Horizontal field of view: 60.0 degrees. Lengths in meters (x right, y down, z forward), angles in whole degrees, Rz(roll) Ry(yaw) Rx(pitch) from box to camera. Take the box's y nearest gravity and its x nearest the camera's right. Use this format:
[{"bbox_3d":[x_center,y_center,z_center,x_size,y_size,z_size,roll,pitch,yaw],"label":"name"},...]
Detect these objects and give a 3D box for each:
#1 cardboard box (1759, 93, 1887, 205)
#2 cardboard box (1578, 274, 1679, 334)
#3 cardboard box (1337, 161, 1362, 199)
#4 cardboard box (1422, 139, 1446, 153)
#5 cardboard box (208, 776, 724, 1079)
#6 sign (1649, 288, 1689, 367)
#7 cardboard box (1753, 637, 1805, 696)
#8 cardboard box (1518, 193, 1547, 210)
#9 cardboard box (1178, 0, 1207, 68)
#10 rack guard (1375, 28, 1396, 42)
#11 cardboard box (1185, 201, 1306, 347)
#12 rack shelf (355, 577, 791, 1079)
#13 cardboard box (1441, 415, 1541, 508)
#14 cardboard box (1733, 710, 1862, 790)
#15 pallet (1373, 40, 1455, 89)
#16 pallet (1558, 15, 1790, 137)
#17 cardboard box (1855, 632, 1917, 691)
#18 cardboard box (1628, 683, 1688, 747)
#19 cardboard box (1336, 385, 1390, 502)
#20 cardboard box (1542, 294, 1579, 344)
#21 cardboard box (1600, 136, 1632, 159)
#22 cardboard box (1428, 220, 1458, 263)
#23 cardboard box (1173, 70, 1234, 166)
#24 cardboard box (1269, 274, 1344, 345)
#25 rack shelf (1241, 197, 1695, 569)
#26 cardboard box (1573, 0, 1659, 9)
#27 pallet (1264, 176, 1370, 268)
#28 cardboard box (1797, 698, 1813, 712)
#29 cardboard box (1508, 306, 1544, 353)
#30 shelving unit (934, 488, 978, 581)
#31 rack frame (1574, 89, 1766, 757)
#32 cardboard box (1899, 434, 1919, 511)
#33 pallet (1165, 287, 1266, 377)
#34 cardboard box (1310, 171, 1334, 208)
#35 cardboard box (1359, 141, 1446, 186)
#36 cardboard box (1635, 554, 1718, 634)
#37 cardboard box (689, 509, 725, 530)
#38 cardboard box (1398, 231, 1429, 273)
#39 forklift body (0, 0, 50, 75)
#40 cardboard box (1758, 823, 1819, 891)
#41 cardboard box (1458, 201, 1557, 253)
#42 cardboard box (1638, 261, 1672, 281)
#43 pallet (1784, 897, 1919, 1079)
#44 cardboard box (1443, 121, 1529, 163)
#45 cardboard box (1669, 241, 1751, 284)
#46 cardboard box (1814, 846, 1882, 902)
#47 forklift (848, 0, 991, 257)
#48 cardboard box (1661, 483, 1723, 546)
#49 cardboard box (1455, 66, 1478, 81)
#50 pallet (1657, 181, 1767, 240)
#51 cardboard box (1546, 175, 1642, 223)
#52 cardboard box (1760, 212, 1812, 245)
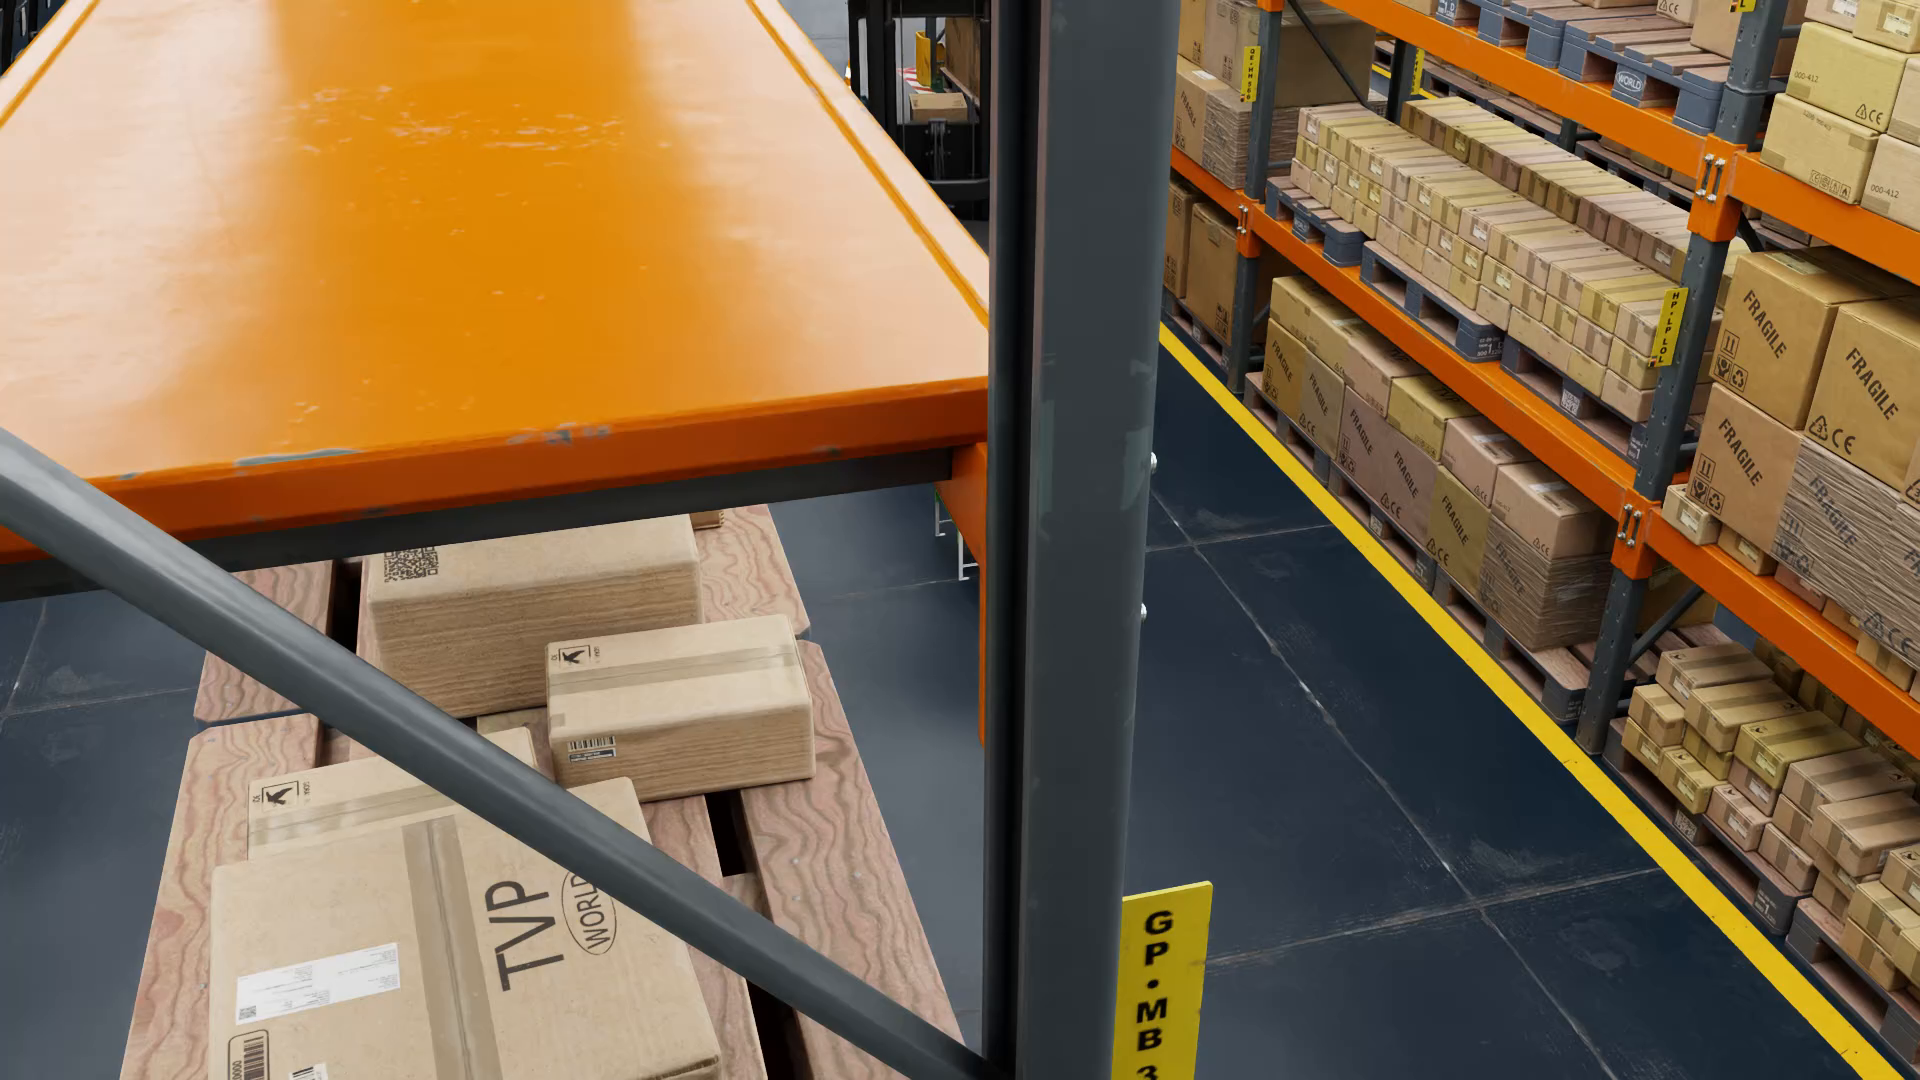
[{"bbox_3d":[3.190,-1.383,5.801,0.500,0.250,0.500,-6,31,-11],"label":"cardboard box"},{"bbox_3d":[2.954,-1.037,7.284,0.380,0.149,0.250,-9,31,-15],"label":"cardboard box"},{"bbox_3d":[2.342,-2.023,9.285,0.380,0.149,0.250,-9,31,-15],"label":"cardboard box"},{"bbox_3d":[2.902,-2.236,9.653,0.380,0.149,0.250,-7,31,-11],"label":"cardboard box"},{"bbox_3d":[-0.569,0.567,1.913,0.500,0.250,0.500,-11,32,-18],"label":"cardboard box"},{"bbox_3d":[2.787,-0.834,6.541,0.100,0.325,0.005,-8,31,-13],"label":"sign"},{"bbox_3d":[3.667,0.523,7.184,0.380,0.149,0.250,-7,31,-12],"label":"cardboard box"},{"bbox_3d":[3.174,-1.742,8.799,0.380,0.149,0.250,-7,31,-12],"label":"cardboard box"},{"bbox_3d":[1.876,-3.526,11.250,0.700,0.500,0.500,-8,31,-14],"label":"cardboard box"},{"bbox_3d":[4.965,-5.696,18.593,1.175,0.500,0.348,-8,31,-13],"label":"rack guard"},{"bbox_3d":[2.185,-1.855,11.286,1.050,0.750,0.750,-8,31,-14],"label":"cardboard box"},{"bbox_3d":[-0.893,0.277,3.500,1.077,0.370,4.000,-8,31,-13],"label":"rack shelf"},{"bbox_3d":[2.756,-0.409,8.290,0.500,0.250,0.500,-6,31,-11],"label":"cardboard box"},{"bbox_3d":[3.344,0.836,6.643,0.380,0.149,0.250,-8,31,-14],"label":"cardboard box"},{"bbox_3d":[5.147,-5.174,17.979,1.003,0.211,1.213,-8,31,-13],"label":"pallet"},{"bbox_3d":[3.260,-1.938,6.797,1.213,0.211,1.003,-8,31,-13],"label":"pallet"},{"bbox_3d":[3.413,0.380,5.850,0.380,0.149,0.250,-7,31,-12],"label":"cardboard box"},{"bbox_3d":[3.109,0.732,7.120,0.380,0.149,0.250,-6,31,-11],"label":"cardboard box"},{"bbox_3d":[2.479,-0.575,9.326,0.500,0.500,0.500,-9,31,-15],"label":"cardboard box"},{"bbox_3d":[2.891,-1.024,7.559,0.380,0.149,0.250,-7,31,-11],"label":"cardboard box"},{"bbox_3d":[6.149,-3.692,14.691,0.700,0.500,0.500,-10,32,-17],"label":"cardboard box"},{"bbox_3d":[2.613,-1.531,8.435,0.380,0.149,0.250,-7,31,-11],"label":"cardboard box"},{"bbox_3d":[1.750,-2.807,11.005,0.500,0.500,0.500,-8,31,-13],"label":"cardboard box"},{"bbox_3d":[2.209,-1.400,10.001,0.500,0.250,0.500,-9,31,-16],"label":"cardboard box"},{"bbox_3d":[2.791,-1.063,8.811,1.077,0.370,4.000,-8,31,-13],"label":"rack shelf"},{"bbox_3d":[3.038,-2.697,7.398,0.797,0.503,0.637,-8,31,-14],"label":"cardboard box"},{"bbox_3d":[2.552,-1.927,9.777,1.213,0.211,1.003,-8,31,-13],"label":"pallet"},{"bbox_3d":[3.795,0.754,7.083,0.380,0.149,0.250,-9,31,-16],"label":"cardboard box"},{"bbox_3d":[2.825,-1.014,7.840,0.380,0.149,0.250,-9,31,-16],"label":"cardboard box"},{"bbox_3d":[0.044,-0.439,8.811,0.258,1.200,0.503,-8,31,-13],"label":"shelving unit"},{"bbox_3d":[3.321,-0.409,6.962,1.000,3.000,0.127,-8,31,-13],"label":"rack frame"},{"bbox_3d":[3.462,-0.267,5.322,0.500,0.500,0.500,-7,31,-12],"label":"cardboard box"},{"bbox_3d":[2.123,-1.524,11.673,1.003,0.211,1.213,-8,31,-13],"label":"pallet"},{"bbox_3d":[2.255,-2.041,9.613,0.380,0.149,0.250,-6,31,-11],"label":"cardboard box"},{"bbox_3d":[2.400,-2.046,9.027,0.380,0.149,0.250,-9,31,-15],"label":"cardboard box"},{"bbox_3d":[3.381,0.099,8.160,0.500,0.500,0.500,-7,31,-11],"label":"cardboard box"},{"bbox_3d":[-0.753,-0.330,3.212,0.500,0.500,0.500,-7,31,-12],"label":"cardboard box"},{"bbox_3d":[2.538,-1.530,8.731,0.380,0.149,0.250,-7,31,-13],"label":"cardboard box"},{"bbox_3d":[-7.132,-3.795,13.659,2.313,2.155,1.214,-8,31,-13],"label":"forklift body"},{"bbox_3d":[3.410,1.220,6.575,0.380,0.149,0.250,-8,31,-14],"label":"cardboard box"},{"bbox_3d":[2.681,-1.537,8.148,0.380,0.149,0.250,-9,31,-16],"label":"cardboard box"},{"bbox_3d":[3.451,-1.237,7.927,0.380,0.149,0.250,-9,31,-15],"label":"cardboard box"},{"bbox_3d":[3.861,1.708,6.088,1.003,0.211,1.213,-8,31,-13],"label":"pallet"},{"bbox_3d":[2.966,-2.247,9.376,0.380,0.149,0.250,-7,31,-12],"label":"cardboard box"},{"bbox_3d":[3.515,-1.249,7.650,0.380,0.149,0.250,-8,31,-13],"label":"cardboard box"},{"bbox_3d":[3.481,1.222,6.274,0.380,0.149,0.250,-6,31,-11],"label":"cardboard box"},{"bbox_3d":[-0.166,-2.677,10.950,1.130,2.935,3.031,-2,30,-3],"label":"forklift"},{"bbox_3d":[3.081,-0.120,6.713,0.380,0.149,0.250,-7,31,-11],"label":"cardboard box"},{"bbox_3d":[5.434,-5.022,17.008,0.500,0.500,0.500,-5,30,-9],"label":"cardboard box"},{"bbox_3d":[6.542,-2.710,13.721,1.003,0.211,1.213,-8,31,-13],"label":"pallet"},{"bbox_3d":[3.241,-1.745,8.508,0.380,0.149,0.250,-7,31,-12],"label":"cardboard box"},{"bbox_3d":[6.712,-2.647,12.885,0.700,0.500,0.500,-10,32,-17],"label":"cardboard box"}]
